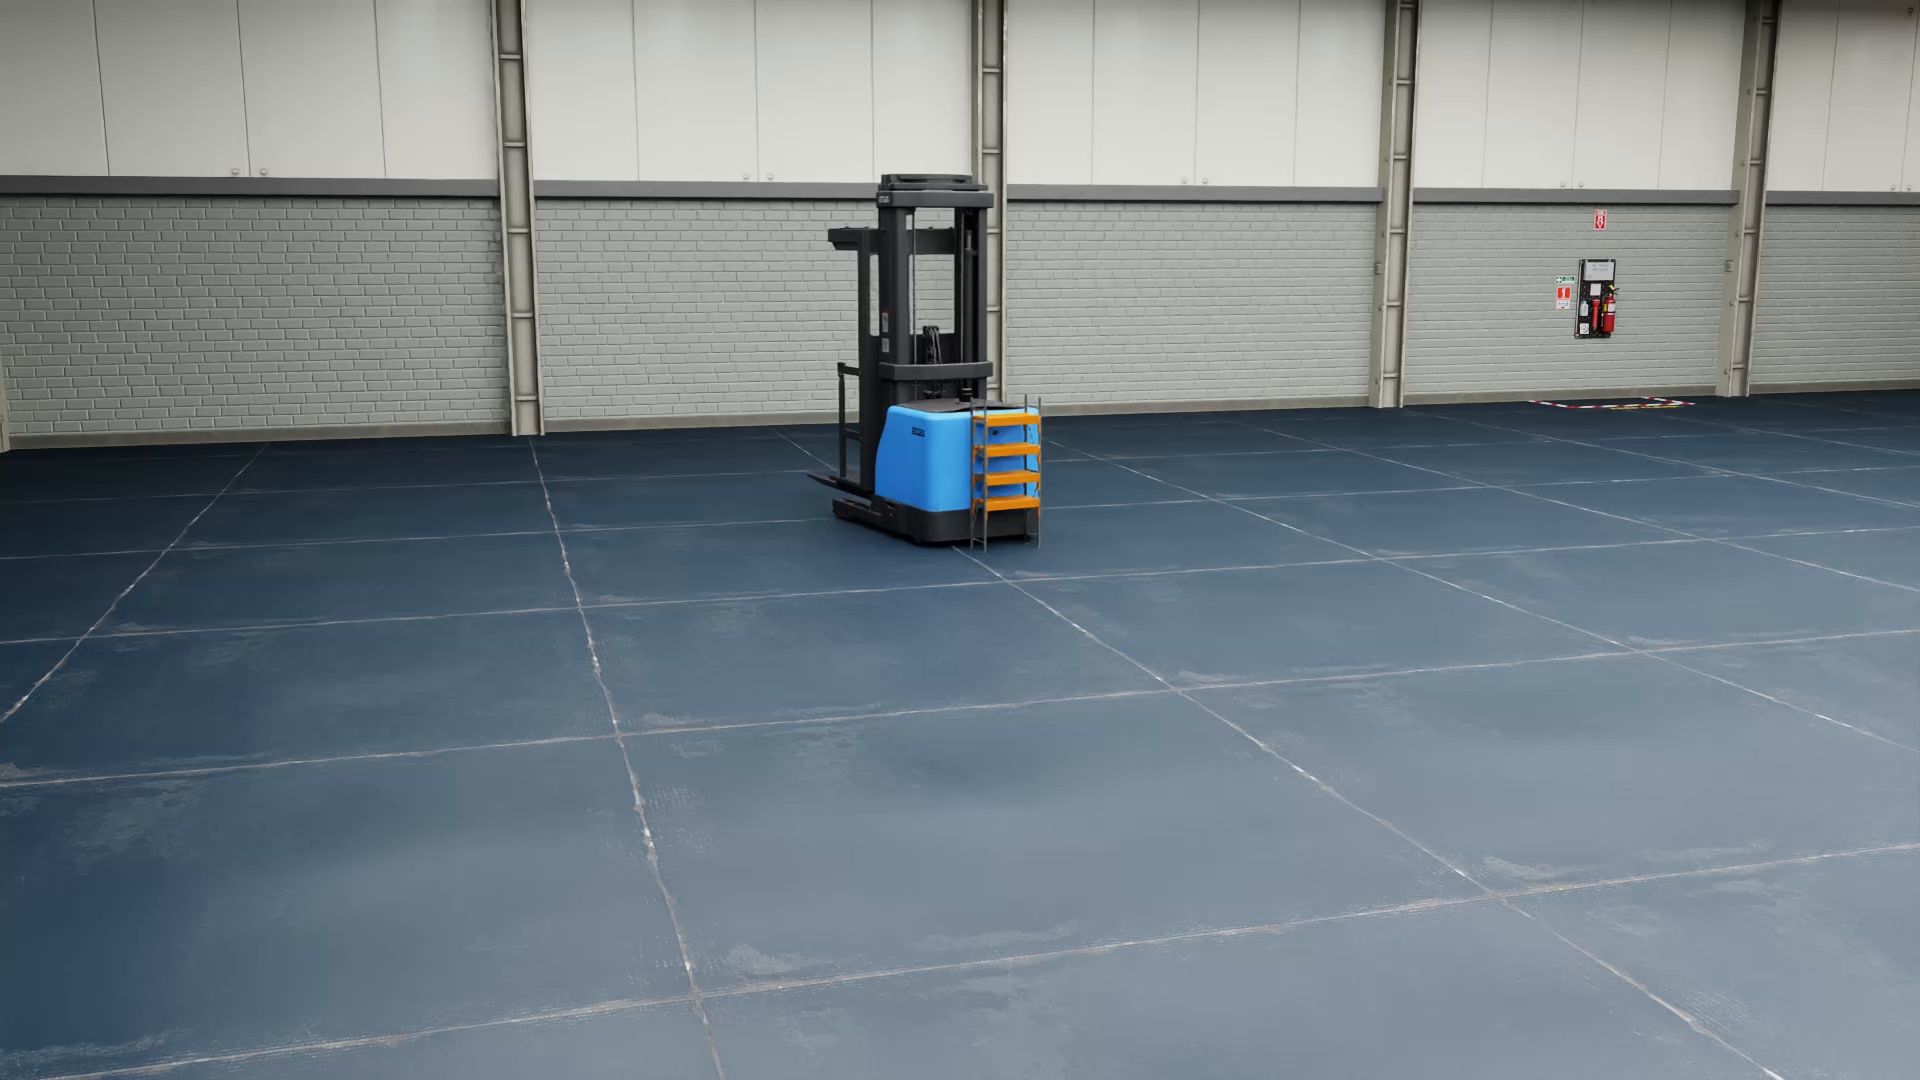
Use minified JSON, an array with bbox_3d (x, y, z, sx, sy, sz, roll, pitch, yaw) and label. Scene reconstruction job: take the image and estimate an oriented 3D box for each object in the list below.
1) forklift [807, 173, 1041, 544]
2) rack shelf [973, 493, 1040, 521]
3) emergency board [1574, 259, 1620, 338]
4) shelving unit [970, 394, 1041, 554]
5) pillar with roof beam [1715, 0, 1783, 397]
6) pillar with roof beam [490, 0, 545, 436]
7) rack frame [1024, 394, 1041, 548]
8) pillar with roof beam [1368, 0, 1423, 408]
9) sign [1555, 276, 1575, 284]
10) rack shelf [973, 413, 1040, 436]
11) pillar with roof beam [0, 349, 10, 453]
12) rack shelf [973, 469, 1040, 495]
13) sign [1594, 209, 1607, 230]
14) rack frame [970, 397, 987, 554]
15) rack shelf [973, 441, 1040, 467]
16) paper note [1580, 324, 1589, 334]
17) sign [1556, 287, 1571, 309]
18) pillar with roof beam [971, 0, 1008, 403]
[{"bbox_3d":[-0.462,-1.637,14.343,1.130,2.935,3.031,-5,12,-27],"label":"forklift"},{"bbox_3d":[0.358,-0.263,13.128,0.480,0.148,0.258,-5,12,-27],"label":"rack shelf"},{"bbox_3d":[9.519,-3.587,24.744,0.643,1.169,0.194,-3,11,-16],"label":"emergency board"},{"bbox_3d":[0.358,-0.524,13.080,0.503,1.200,0.258,-5,12,-27],"label":"shelving unit"},{"bbox_3d":[13.106,-5.907,20.779,0.400,9.000,9.100,-3,11,-16],"label":"pillar with roof beam"},{"bbox_3d":[-4.177,-4.996,15.832,0.400,9.000,9.100,-3,11,-16],"label":"pillar with roof beam"},{"bbox_3d":[0.574,-0.545,13.192,0.015,1.200,0.240,-5,12,-27],"label":"rack frame"},{"bbox_3d":[7.345,-5.604,19.130,0.400,9.000,9.100,-3,11,-16],"label":"pillar with roof beam"},{"bbox_3d":[8.966,-3.854,24.632,0.331,0.109,0.001,-3,11,-16],"label":"sign"},{"bbox_3d":[0.358,-0.911,13.009,0.480,0.148,0.258,-5,12,-27],"label":"rack shelf"},{"bbox_3d":[-9.938,-4.693,14.182,0.400,9.000,9.100,-3,11,-16],"label":"pillar with roof beam"},{"bbox_3d":[0.358,-0.458,13.092,0.480,0.148,0.258,-5,12,-27],"label":"rack shelf"},{"bbox_3d":[9.483,-4.744,24.626,0.199,0.298,0.001,-3,11,-16],"label":"sign"},{"bbox_3d":[0.142,-0.504,12.968,0.015,1.200,0.240,-5,12,-27],"label":"rack frame"},{"bbox_3d":[0.358,-0.678,13.051,0.480,0.148,0.258,-5,12,-27],"label":"rack shelf"},{"bbox_3d":[9.330,-3.157,24.841,0.142,0.148,0.016,-3,11,-16],"label":"paper note"},{"bbox_3d":[8.959,-3.594,24.687,0.234,0.329,0.001,-3,11,-16],"label":"sign"},{"bbox_3d":[1.584,-5.300,17.481,0.400,9.000,9.100,-3,11,-16],"label":"pillar with roof beam"}]
